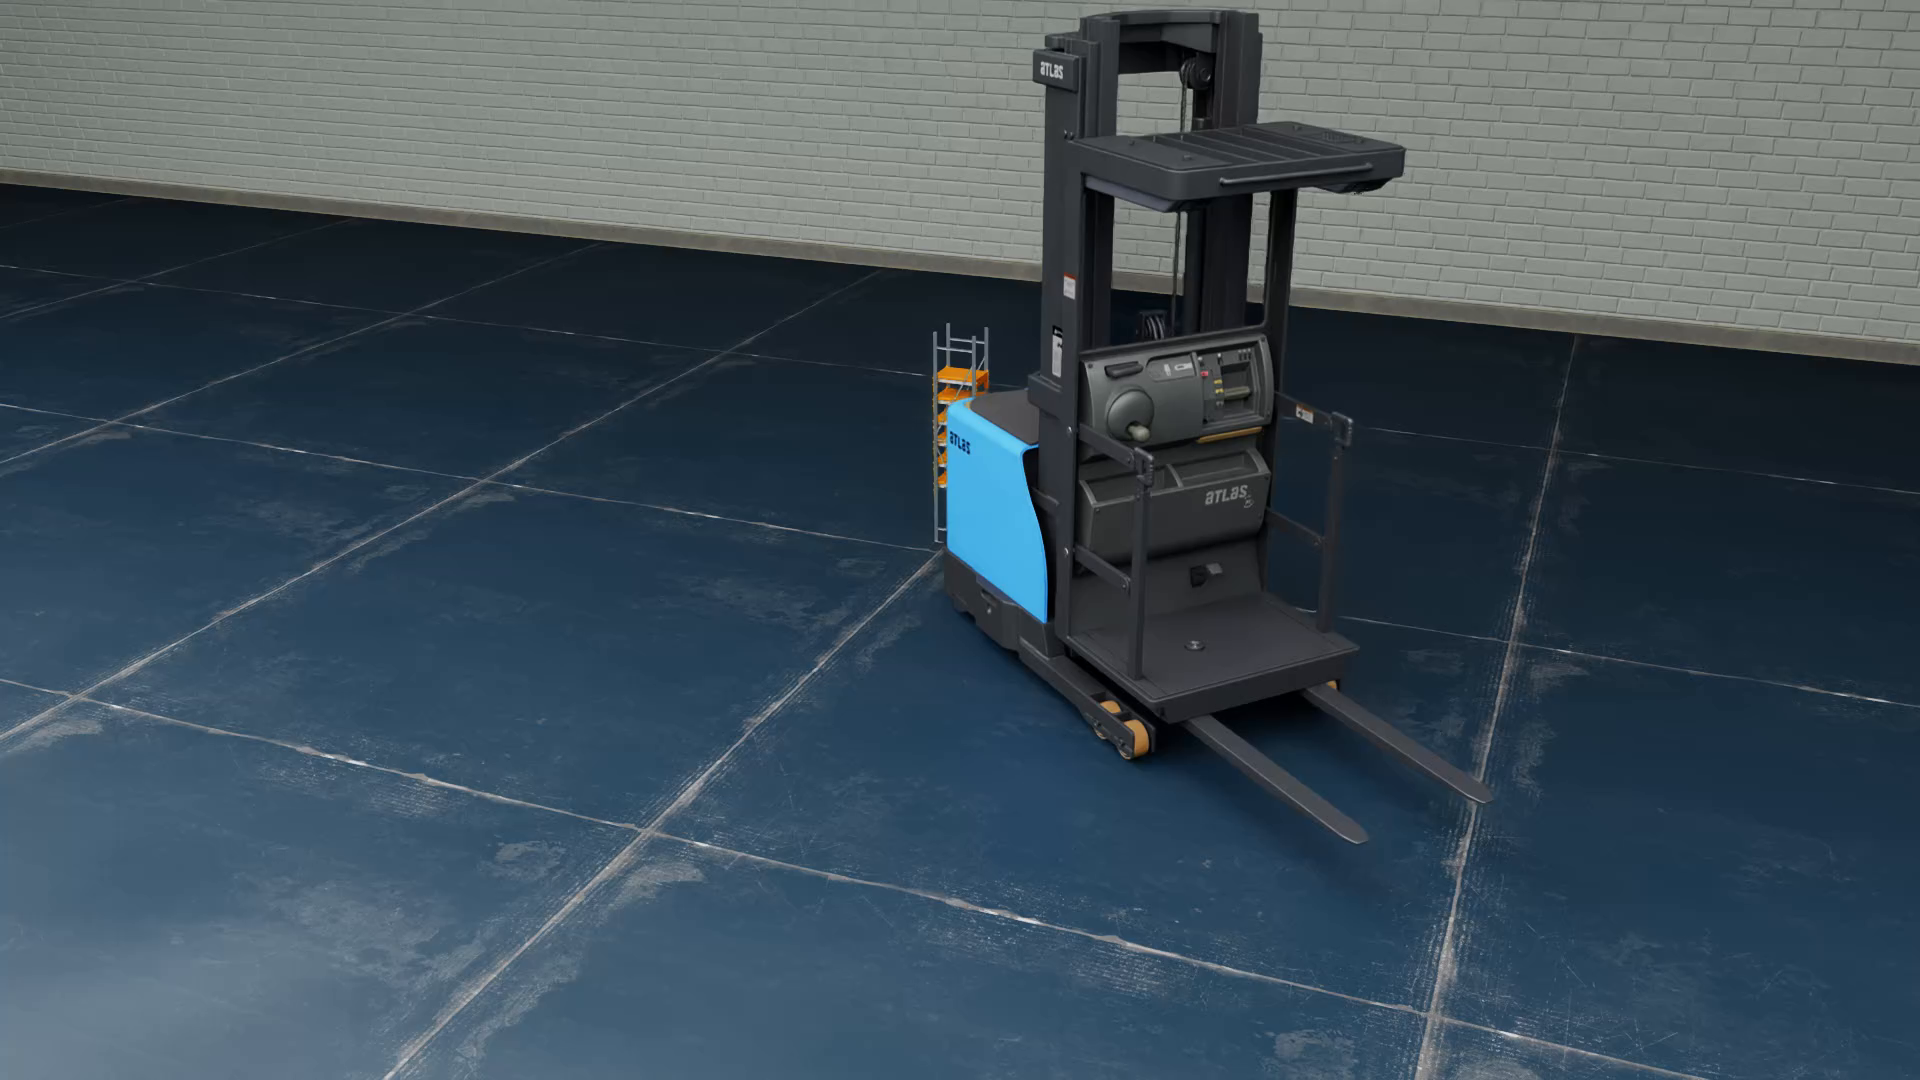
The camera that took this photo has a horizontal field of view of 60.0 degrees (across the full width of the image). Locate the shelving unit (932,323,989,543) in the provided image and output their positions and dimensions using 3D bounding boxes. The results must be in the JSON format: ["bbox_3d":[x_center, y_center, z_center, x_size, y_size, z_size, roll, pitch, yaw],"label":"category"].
[{"bbox_3d":[0.005,-0.559,9.031,0.258,1.200,0.189,9,24,20],"label":"shelving unit"}]

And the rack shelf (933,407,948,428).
[{"bbox_3d":[0.005,-0.629,9.002,0.258,0.103,0.180,9,24,20],"label":"rack shelf"}]

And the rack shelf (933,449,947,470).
[{"bbox_3d":[0.005,-0.407,9.095,0.258,0.103,0.180,9,24,20],"label":"rack shelf"}]

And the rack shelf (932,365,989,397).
[{"bbox_3d":[0.005,-0.850,8.910,0.258,0.103,0.180,9,24,20],"label":"rack shelf"}]

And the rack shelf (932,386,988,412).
[{"bbox_3d":[0.005,-0.739,8.956,0.258,0.103,0.180,9,24,20],"label":"rack shelf"}]

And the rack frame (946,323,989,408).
[{"bbox_3d":[0.039,-0.592,9.110,0.240,1.200,0.006,9,24,20],"label":"rack frame"}]

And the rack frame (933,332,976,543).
[{"bbox_3d":[-0.029,-0.526,8.953,0.240,1.200,0.006,9,24,20],"label":"rack frame"}]

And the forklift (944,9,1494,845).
[{"bbox_3d":[1.043,-0.622,6.935,1.130,2.935,3.031,-11,25,-25],"label":"forklift"}]

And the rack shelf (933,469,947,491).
[{"bbox_3d":[0.005,-0.296,9.141,0.258,0.103,0.180,9,24,20],"label":"rack shelf"}]

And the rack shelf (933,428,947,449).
[{"bbox_3d":[0.005,-0.518,9.048,0.258,0.103,0.180,9,24,20],"label":"rack shelf"}]
